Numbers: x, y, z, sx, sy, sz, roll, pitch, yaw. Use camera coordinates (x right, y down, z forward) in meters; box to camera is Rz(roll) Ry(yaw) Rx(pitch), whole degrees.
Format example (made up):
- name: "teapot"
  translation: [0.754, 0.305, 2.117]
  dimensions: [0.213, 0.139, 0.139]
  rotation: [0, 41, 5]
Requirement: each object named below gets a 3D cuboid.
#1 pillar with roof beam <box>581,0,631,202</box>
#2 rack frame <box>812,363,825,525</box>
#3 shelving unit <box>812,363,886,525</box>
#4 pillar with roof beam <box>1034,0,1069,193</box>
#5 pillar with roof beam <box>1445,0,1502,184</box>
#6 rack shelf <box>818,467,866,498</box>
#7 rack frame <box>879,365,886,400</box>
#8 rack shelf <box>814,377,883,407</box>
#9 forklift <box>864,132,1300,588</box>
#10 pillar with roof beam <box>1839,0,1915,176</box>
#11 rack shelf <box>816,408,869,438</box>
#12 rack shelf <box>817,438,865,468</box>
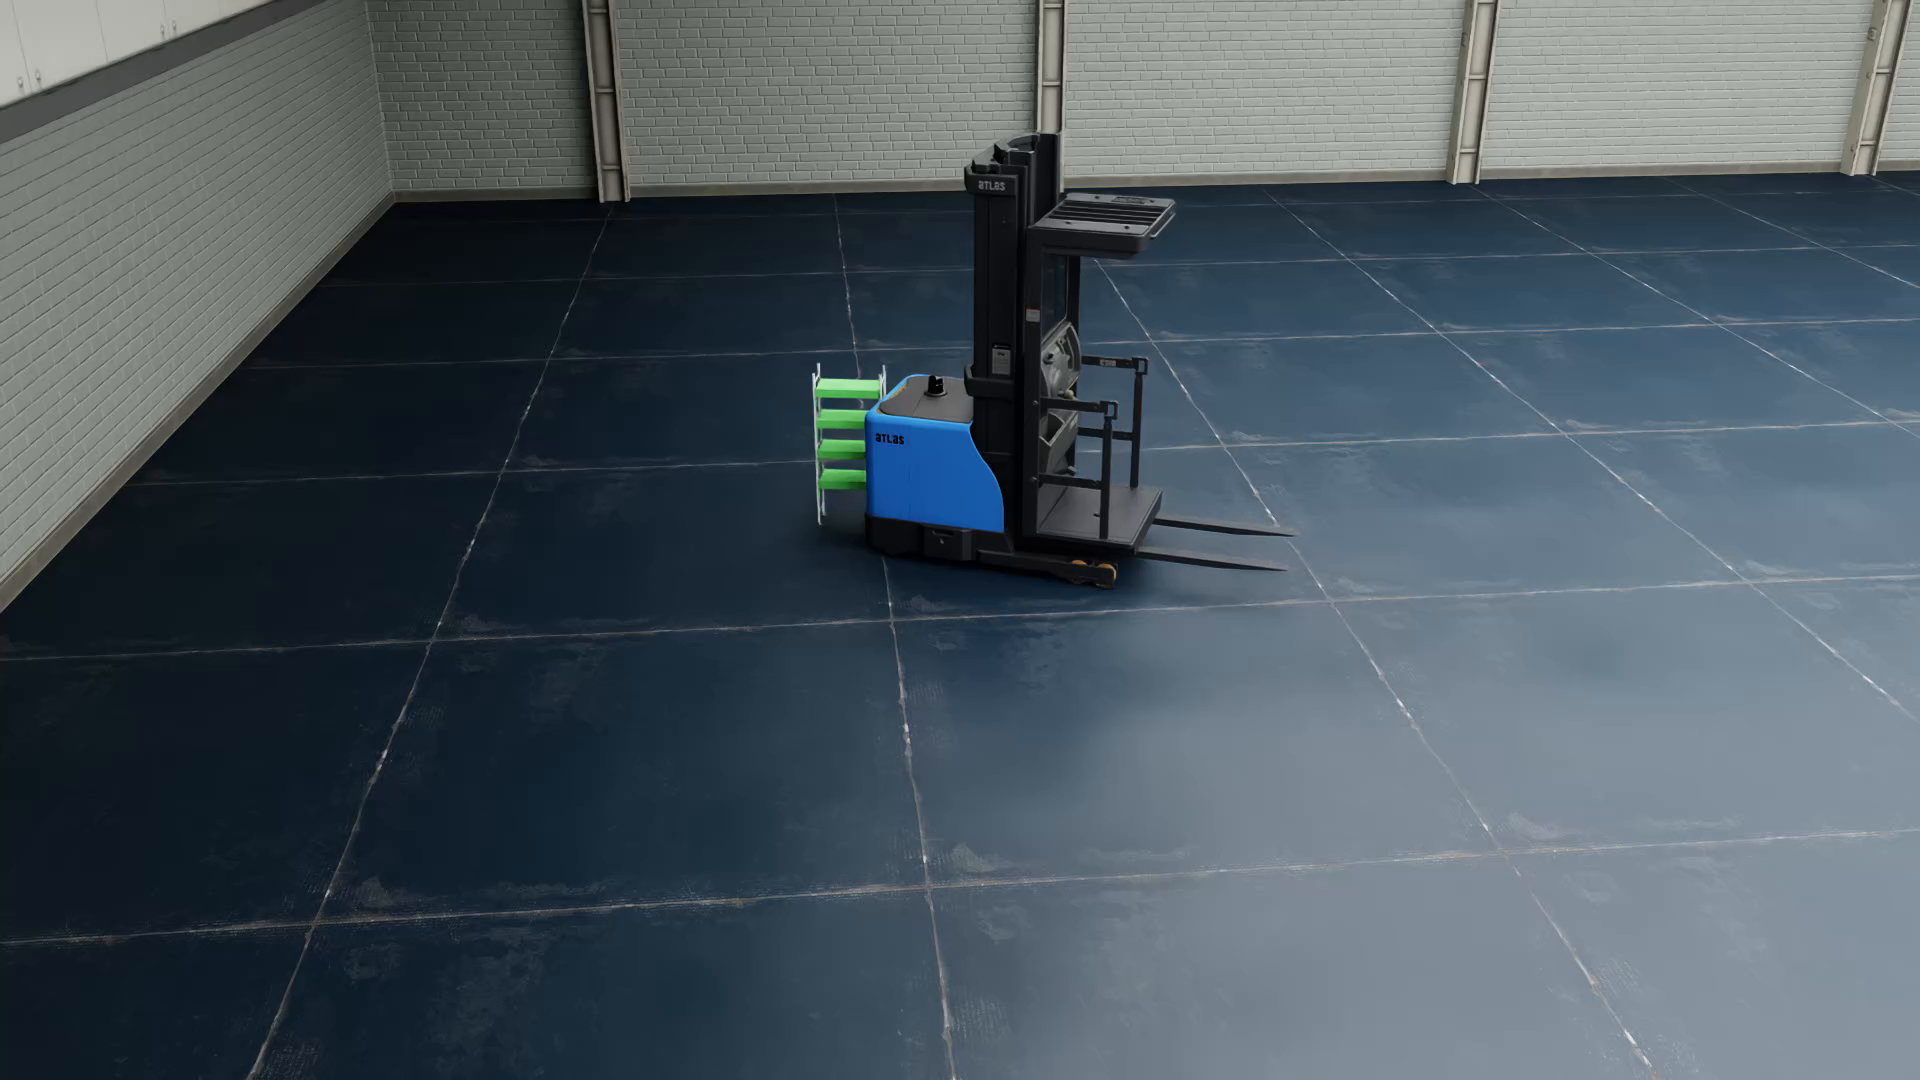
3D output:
- name: "pillar with roof beam"
  translation: [-4.310, -7.043, 17.076]
  dimensions: [0.400, 9.000, 9.100]
  rotation: [-2, 24, -5]
- name: "rack frame"
  translation: [-1.056, -0.712, 12.435]
  dimensions: [0.015, 1.200, 0.240]
  rotation: [2, 24, 4]
- name: "shelving unit"
  translation: [-0.813, -0.704, 12.417]
  dimensions: [0.503, 1.200, 0.258]
  rotation: [2, 24, 4]
- name: "pillar with roof beam"
  translation: [1.661, -7.282, 17.615]
  dimensions: [0.400, 9.000, 9.100]
  rotation: [-2, 24, -5]
- name: "pillar with roof beam"
  translation: [7.632, -7.522, 18.154]
  dimensions: [0.400, 9.000, 9.100]
  rotation: [-2, 24, -5]
- name: "rack shelf"
  translation: [-0.813, -0.426, 12.540]
  dimensions: [0.480, 0.148, 0.258]
  rotation: [2, 24, 4]
- name: "rack frame"
  translation: [-0.569, -0.696, 12.398]
  dimensions: [0.015, 1.200, 0.240]
  rotation: [2, 24, 4]
- name: "rack shelf"
  translation: [-0.813, -1.084, 12.248]
  dimensions: [0.480, 0.148, 0.258]
  rotation: [2, 24, 4]
- name: "forklift"
  translation: [0.887, -1.249, 11.511]
  dimensions: [3.031, 2.935, 1.130]
  rotation: [7, 25, 16]
- name: "pillar with roof beam"
  translation: [13.603, -7.761, 18.693]
  dimensions: [0.400, 9.000, 9.100]
  rotation: [-2, 24, -5]
- name: "rack shelf"
  translation: [-0.813, -0.865, 12.345]
  dimensions: [0.480, 0.148, 0.258]
  rotation: [2, 24, 4]
- name: "rack shelf"
  translation: [-0.813, -0.645, 12.442]
  dimensions: [0.480, 0.148, 0.258]
  rotation: [2, 24, 4]
